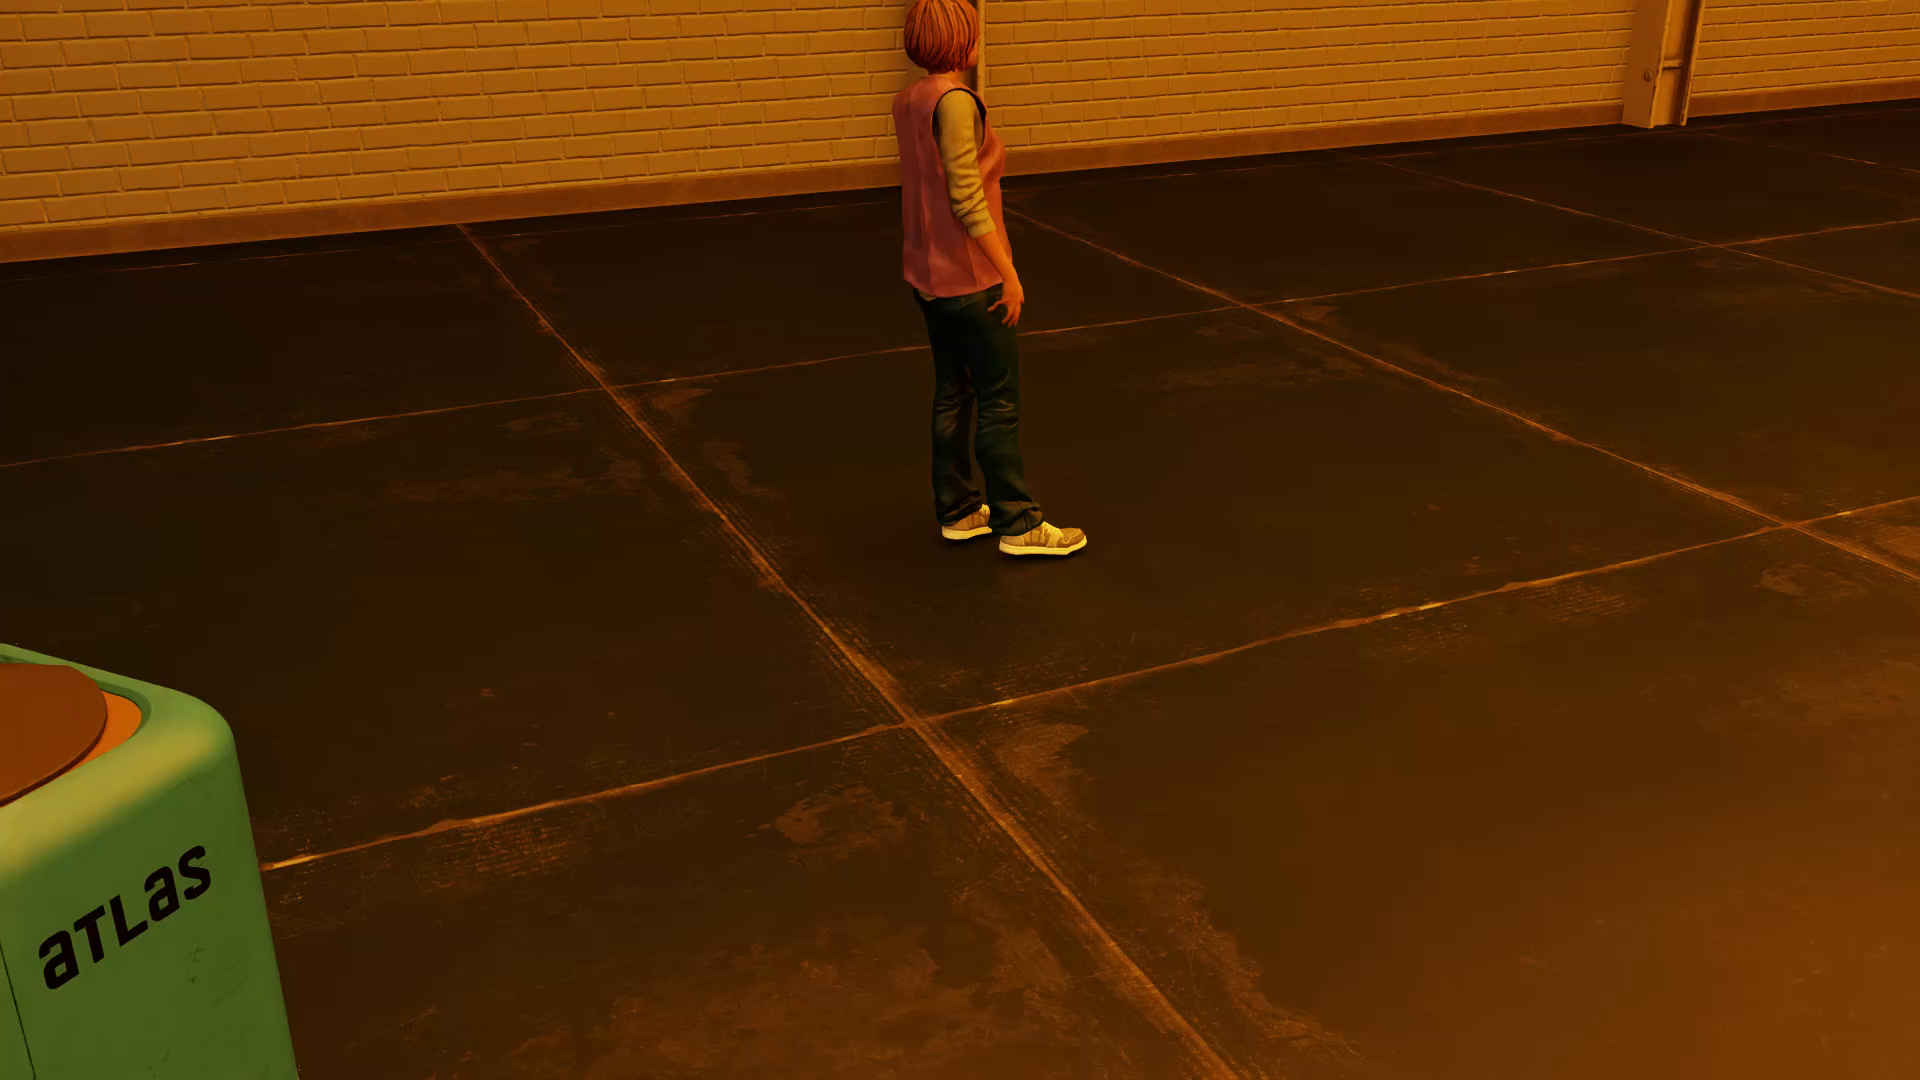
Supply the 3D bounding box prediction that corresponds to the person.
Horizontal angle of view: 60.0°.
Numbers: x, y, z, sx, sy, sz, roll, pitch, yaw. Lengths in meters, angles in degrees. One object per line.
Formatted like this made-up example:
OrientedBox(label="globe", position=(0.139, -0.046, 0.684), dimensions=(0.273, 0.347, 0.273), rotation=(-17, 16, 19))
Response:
OrientedBox(label="person", position=(0.074, -0.752, 4.815), dimensions=(0.473, 1.599, 0.520), rotation=(-10, 25, -23))
